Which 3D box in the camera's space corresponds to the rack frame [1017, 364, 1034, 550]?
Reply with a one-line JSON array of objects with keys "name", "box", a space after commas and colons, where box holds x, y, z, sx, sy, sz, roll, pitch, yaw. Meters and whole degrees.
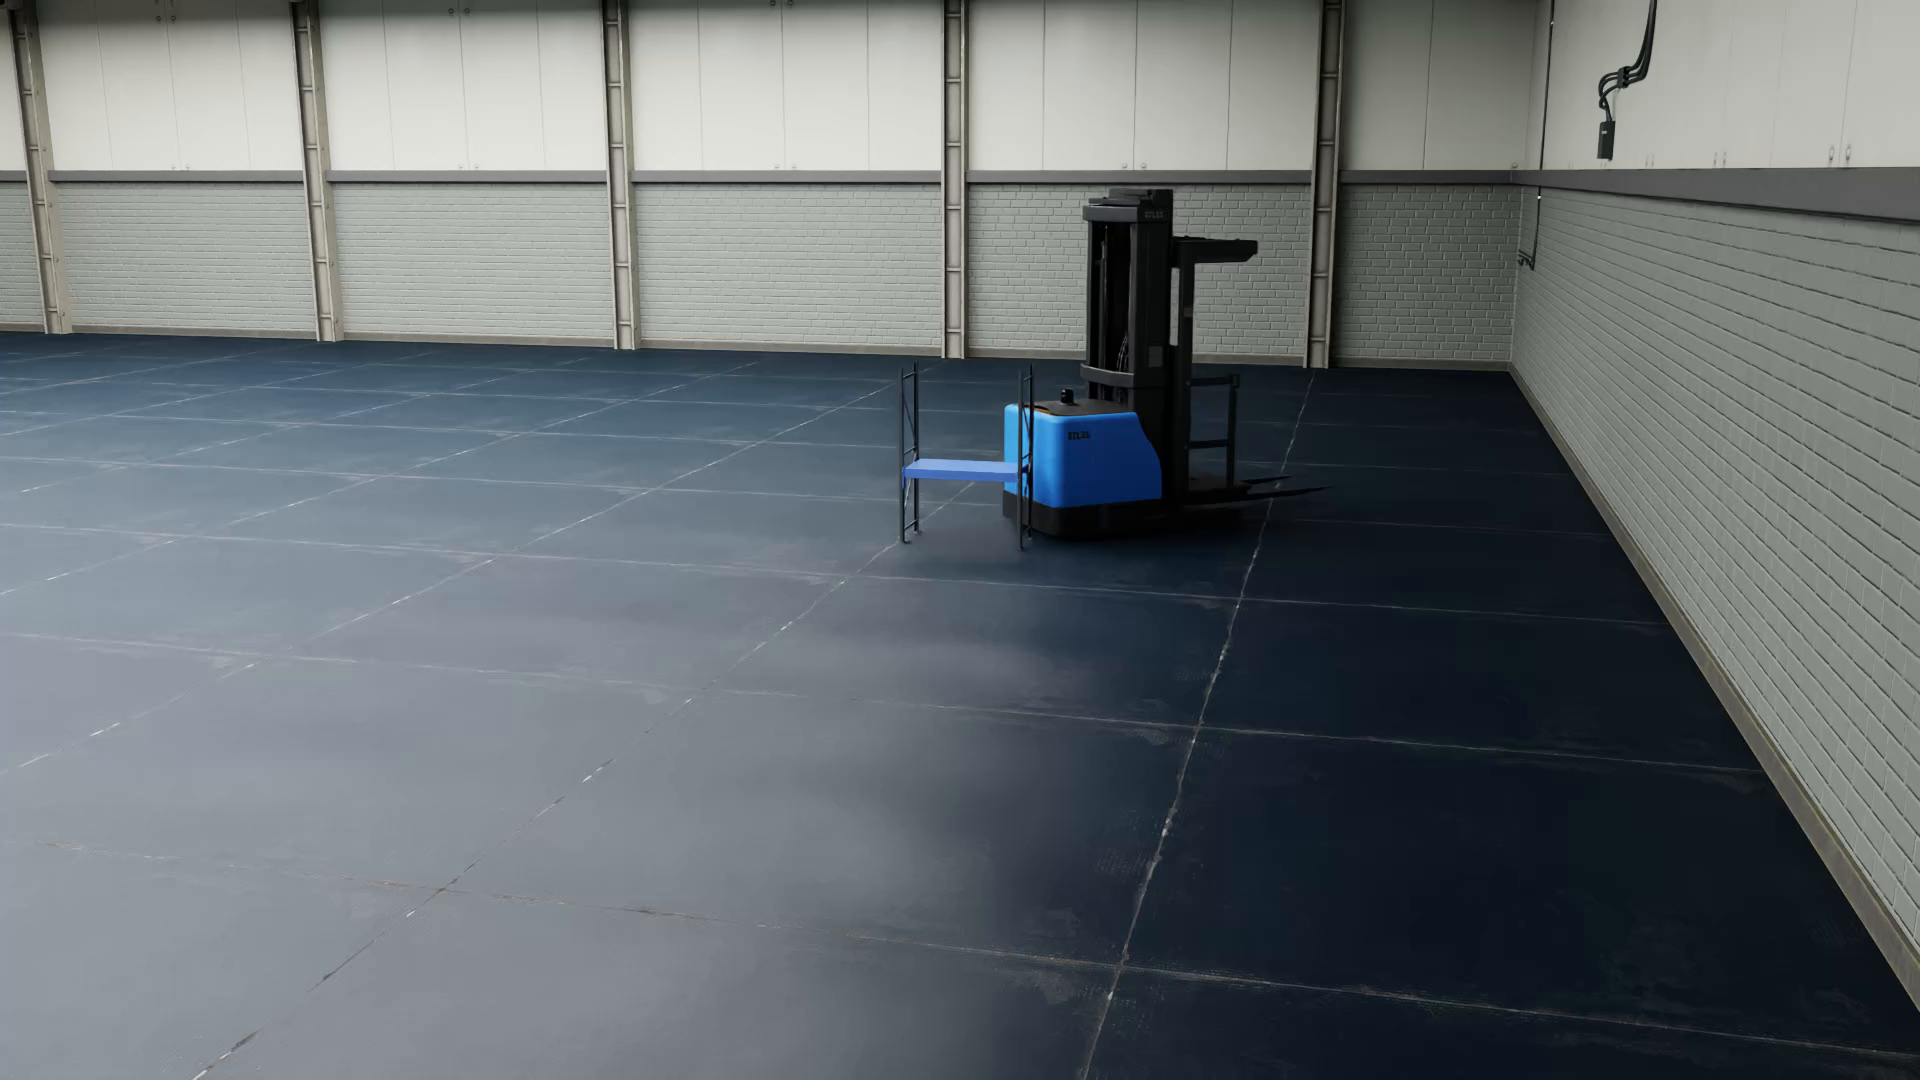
[{"name": "rack frame", "box": [0.551, -0.699, 13.920, 0.032, 1.500, 0.500, 3, 13, 14]}]

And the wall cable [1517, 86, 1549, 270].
[{"name": "wall cable", "box": [8.285, -5.236, 24.229, 0.112, 2.526, 3.097, 3, 13, 14]}]

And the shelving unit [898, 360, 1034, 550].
[{"name": "shelving unit", "box": [0.058, -0.726, 14.042, 1.048, 1.500, 0.538, 3, 13, 14]}]

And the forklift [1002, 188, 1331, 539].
[{"name": "forklift", "box": [1.938, -1.631, 14.819, 3.031, 2.935, 1.130, -6, 14, -25]}]

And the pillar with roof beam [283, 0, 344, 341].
[{"name": "pillar with roof beam", "box": [-12.766, -7.212, 25.965, 0.548, 9.000, 9.100, 3, 13, 14]}]

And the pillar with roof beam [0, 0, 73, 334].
[{"name": "pillar with roof beam", "box": [-18.591, -7.523, 27.368, 0.548, 9.000, 9.100, 3, 13, 14]}]

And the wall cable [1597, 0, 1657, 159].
[{"name": "wall cable", "box": [5.995, -6.417, 14.530, 0.169, 6.003, 2.305, 3, 13, 14]}]

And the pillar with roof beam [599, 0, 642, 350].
[{"name": "pillar with roof beam", "box": [-6.940, -6.901, 24.561, 0.400, 9.000, 9.100, 3, 13, 14]}]

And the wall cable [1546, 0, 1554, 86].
[{"name": "wall cable", "box": [7.637, -7.133, 21.117, 0.112, 2.526, 3.097, 3, 13, 14]}]

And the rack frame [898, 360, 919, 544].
[{"name": "rack frame", "box": [-0.435, -0.753, 14.164, 0.032, 1.500, 0.500, 3, 13, 14]}]

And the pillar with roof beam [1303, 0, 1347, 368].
[{"name": "pillar with roof beam", "box": [4.710, -6.278, 21.754, 0.400, 9.000, 9.100, 3, 13, 14]}]

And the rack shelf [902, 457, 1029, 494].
[{"name": "rack shelf", "box": [0.058, -0.550, 14.081, 1.000, 0.185, 0.538, 3, 13, 14]}]

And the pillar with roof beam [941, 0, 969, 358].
[{"name": "pillar with roof beam", "box": [-1.115, -6.589, 23.158, 0.400, 9.000, 9.100, 3, 13, 14]}]
